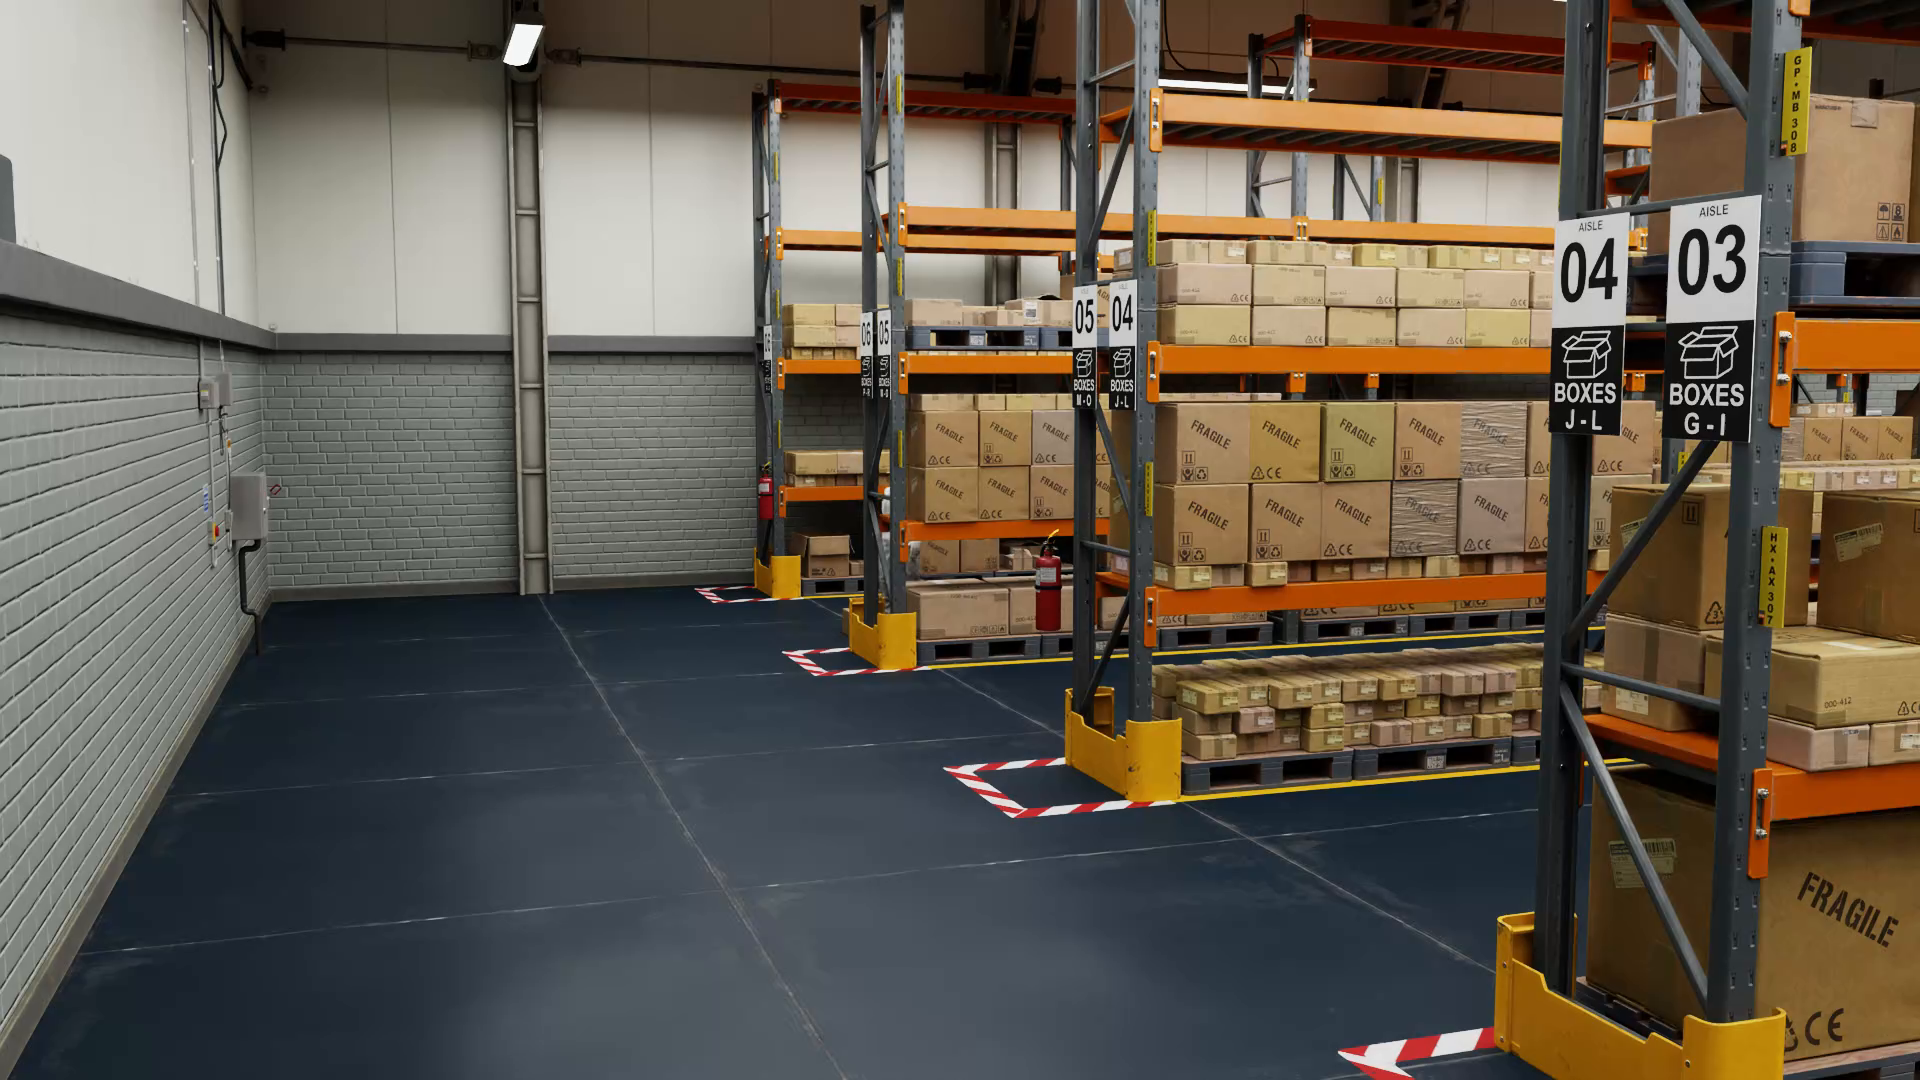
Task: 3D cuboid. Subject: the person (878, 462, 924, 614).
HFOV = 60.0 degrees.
[{"bbox_3d":[-0.598,0.032,17.217,0.575,1.770,0.807,3,7,31],"label":"person"}]
